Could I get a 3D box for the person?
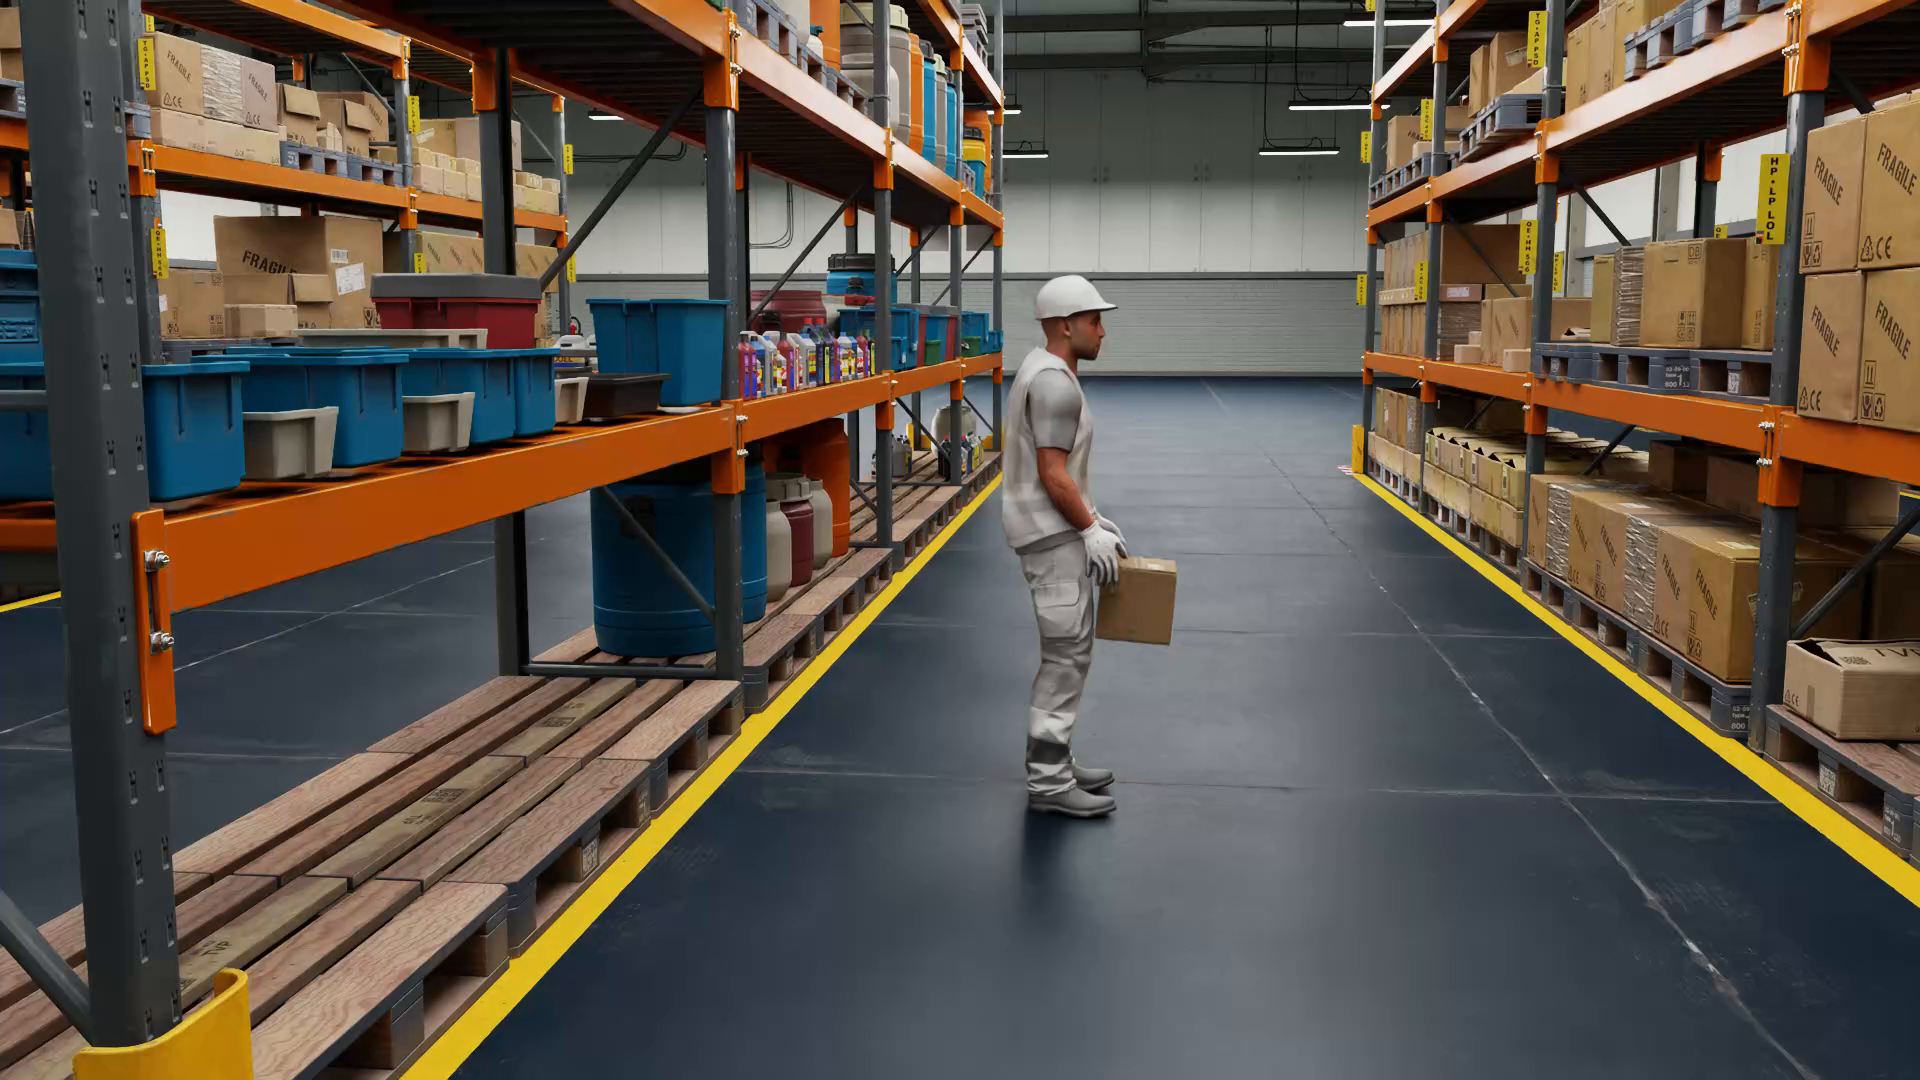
[{"bbox_3d":[0.353,0.006,5.647,0.425,1.789,0.541,1,8,5],"label":"person"}]
